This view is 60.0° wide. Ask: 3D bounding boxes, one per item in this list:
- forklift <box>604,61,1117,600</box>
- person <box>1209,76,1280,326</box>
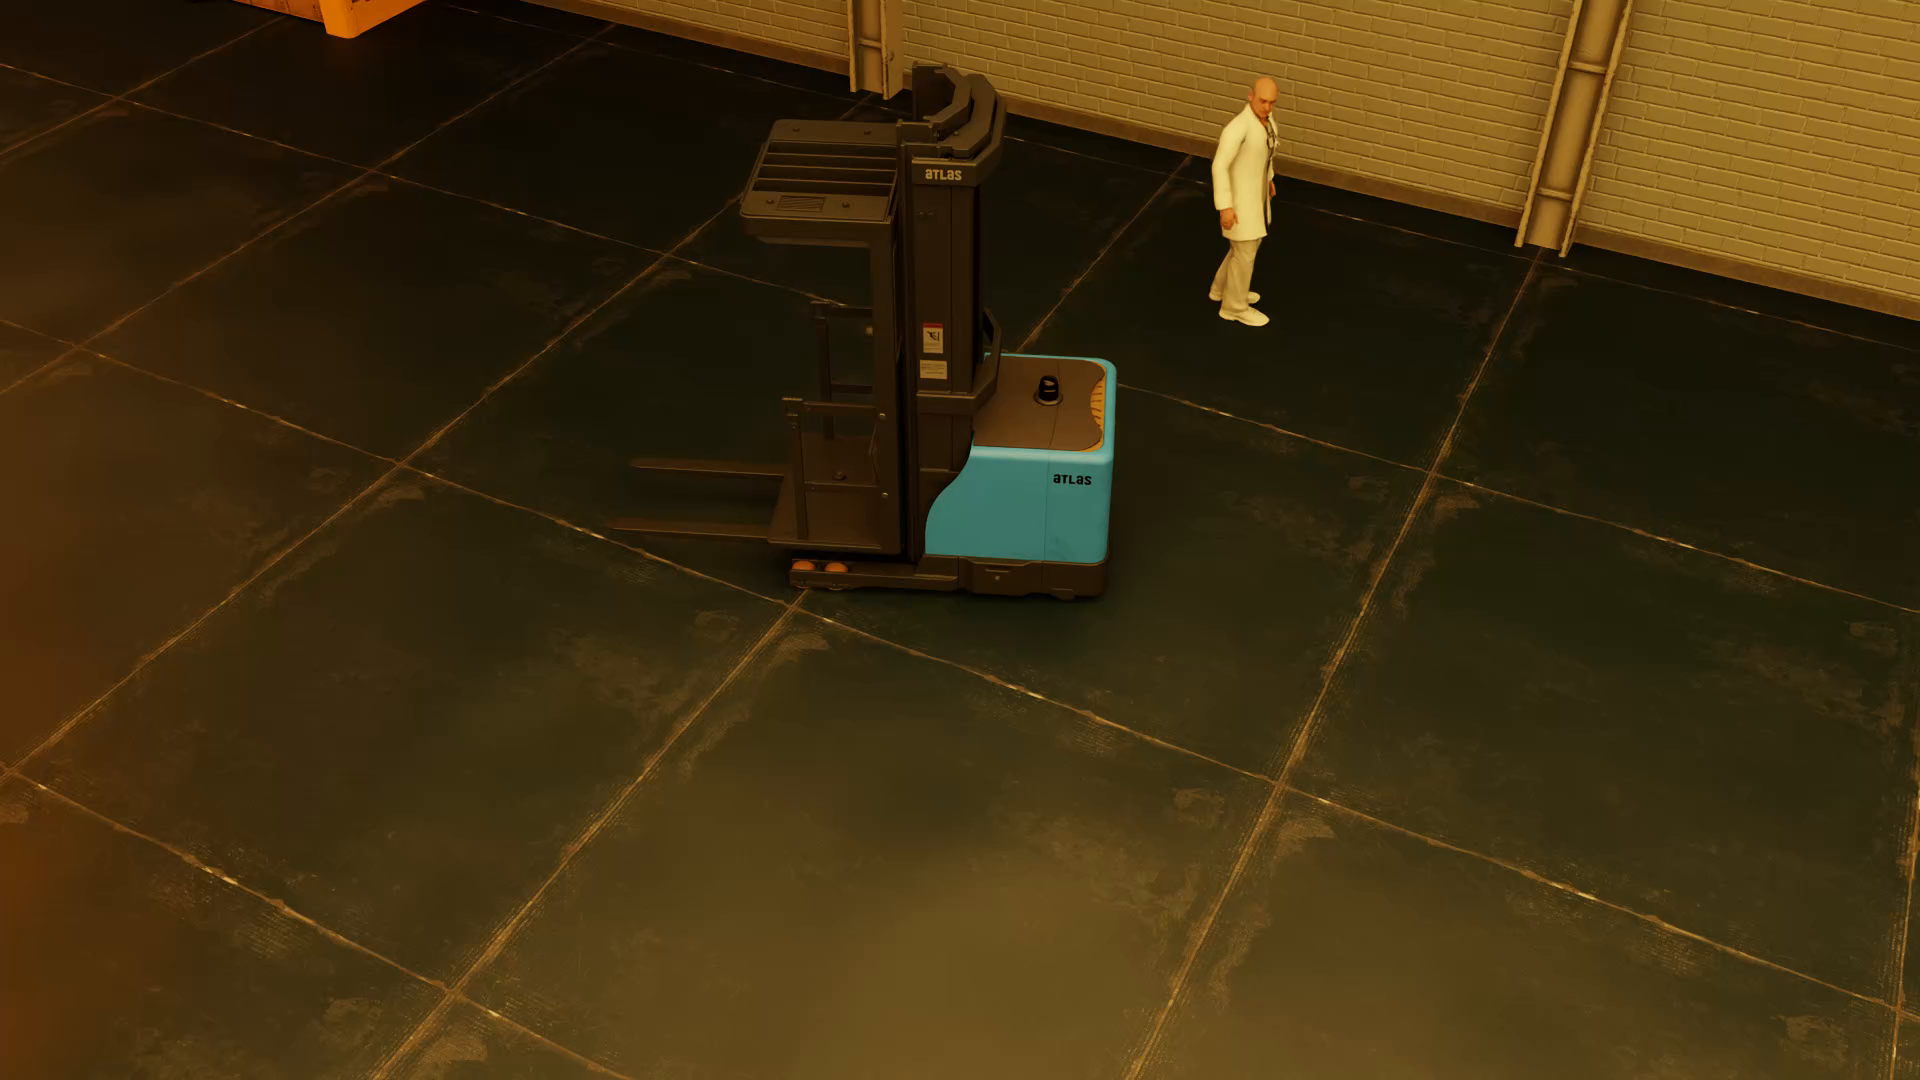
[{"bbox_3d":[-0.606,-1.157,9.360,3.031,2.935,1.130,3,40,4],"label":"forklift"},{"bbox_3d":[2.079,-2.399,11.737,0.528,1.771,0.766,19,44,21],"label":"person"}]
